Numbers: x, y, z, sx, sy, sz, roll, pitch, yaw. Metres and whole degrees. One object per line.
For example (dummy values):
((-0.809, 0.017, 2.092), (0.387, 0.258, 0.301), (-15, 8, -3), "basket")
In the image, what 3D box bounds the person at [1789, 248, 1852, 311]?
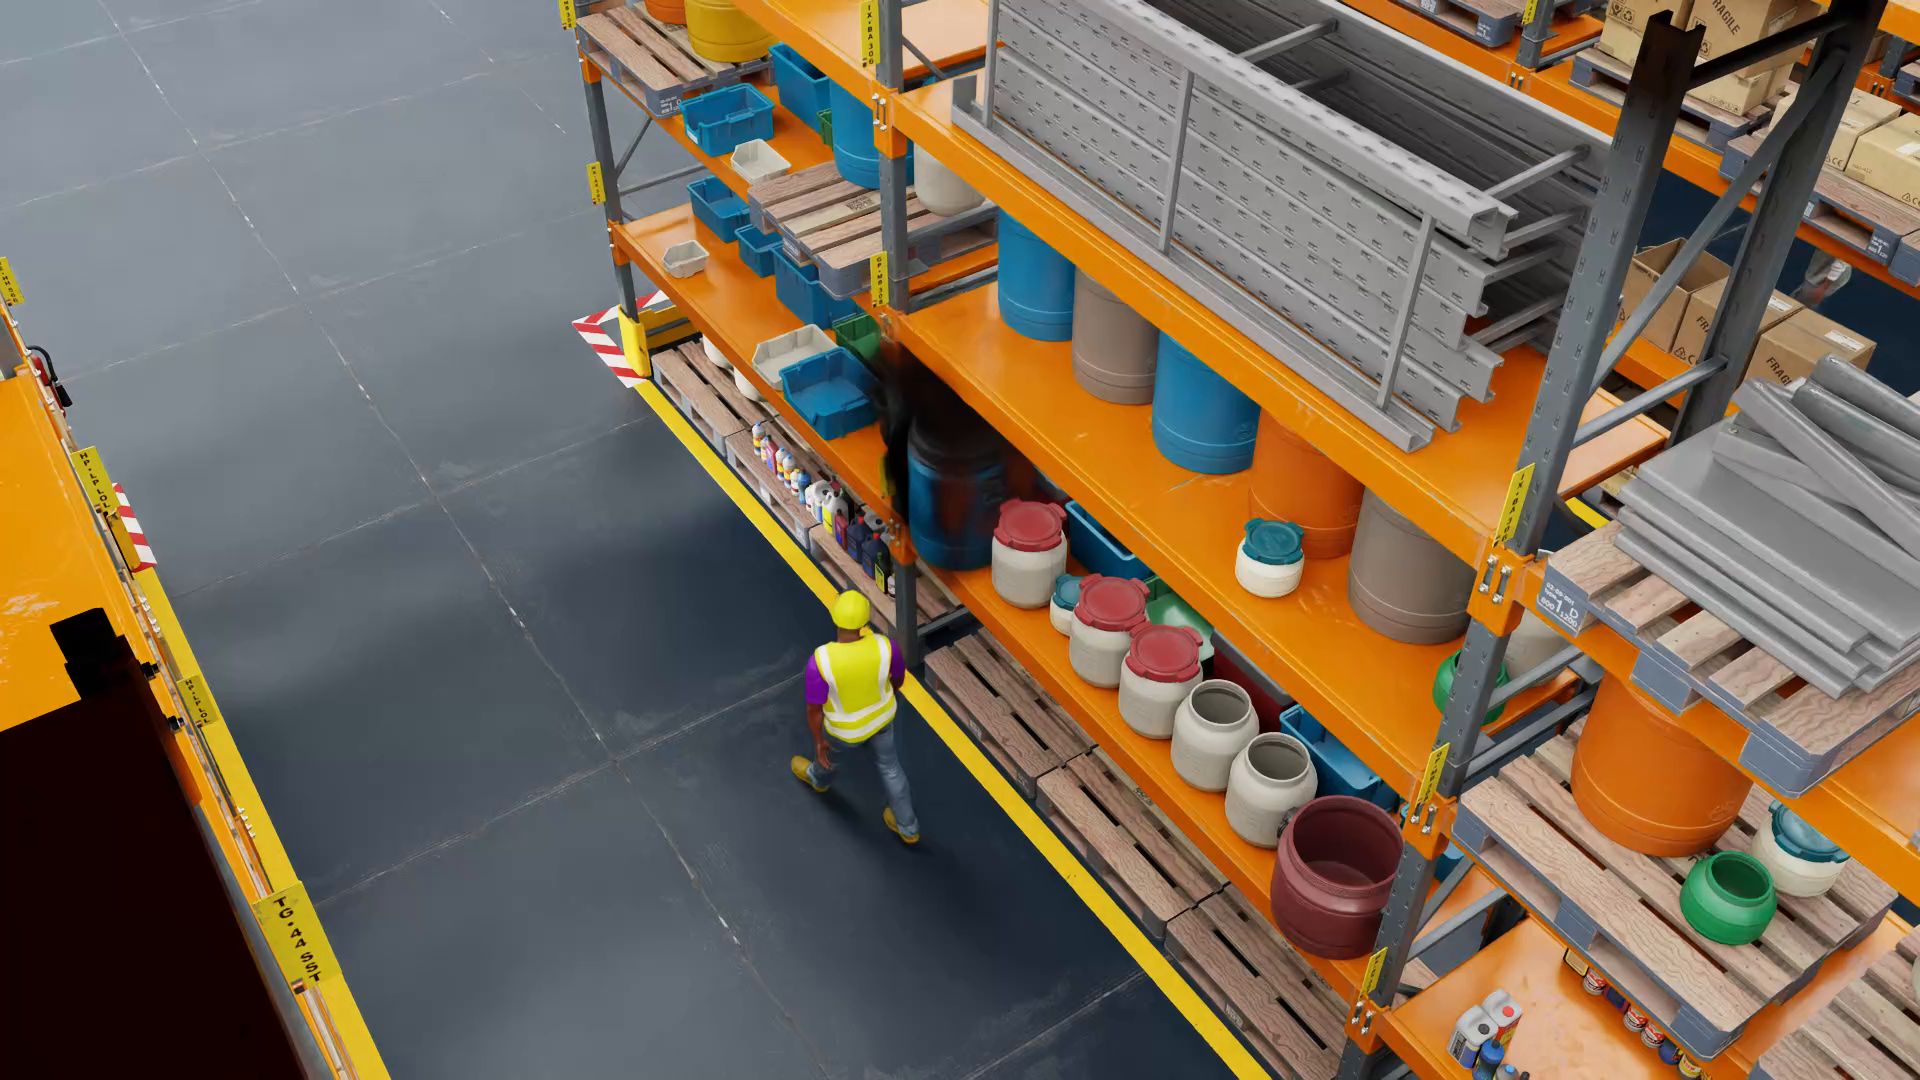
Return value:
((6.714, -2.010, 12.770), (0.431, 1.561, 0.703), (-31, 51, -29), "person")

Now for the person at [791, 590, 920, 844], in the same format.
((-0.616, 0.952, 9.434), (0.674, 1.722, 0.993), (-30, 50, -29), "person")
